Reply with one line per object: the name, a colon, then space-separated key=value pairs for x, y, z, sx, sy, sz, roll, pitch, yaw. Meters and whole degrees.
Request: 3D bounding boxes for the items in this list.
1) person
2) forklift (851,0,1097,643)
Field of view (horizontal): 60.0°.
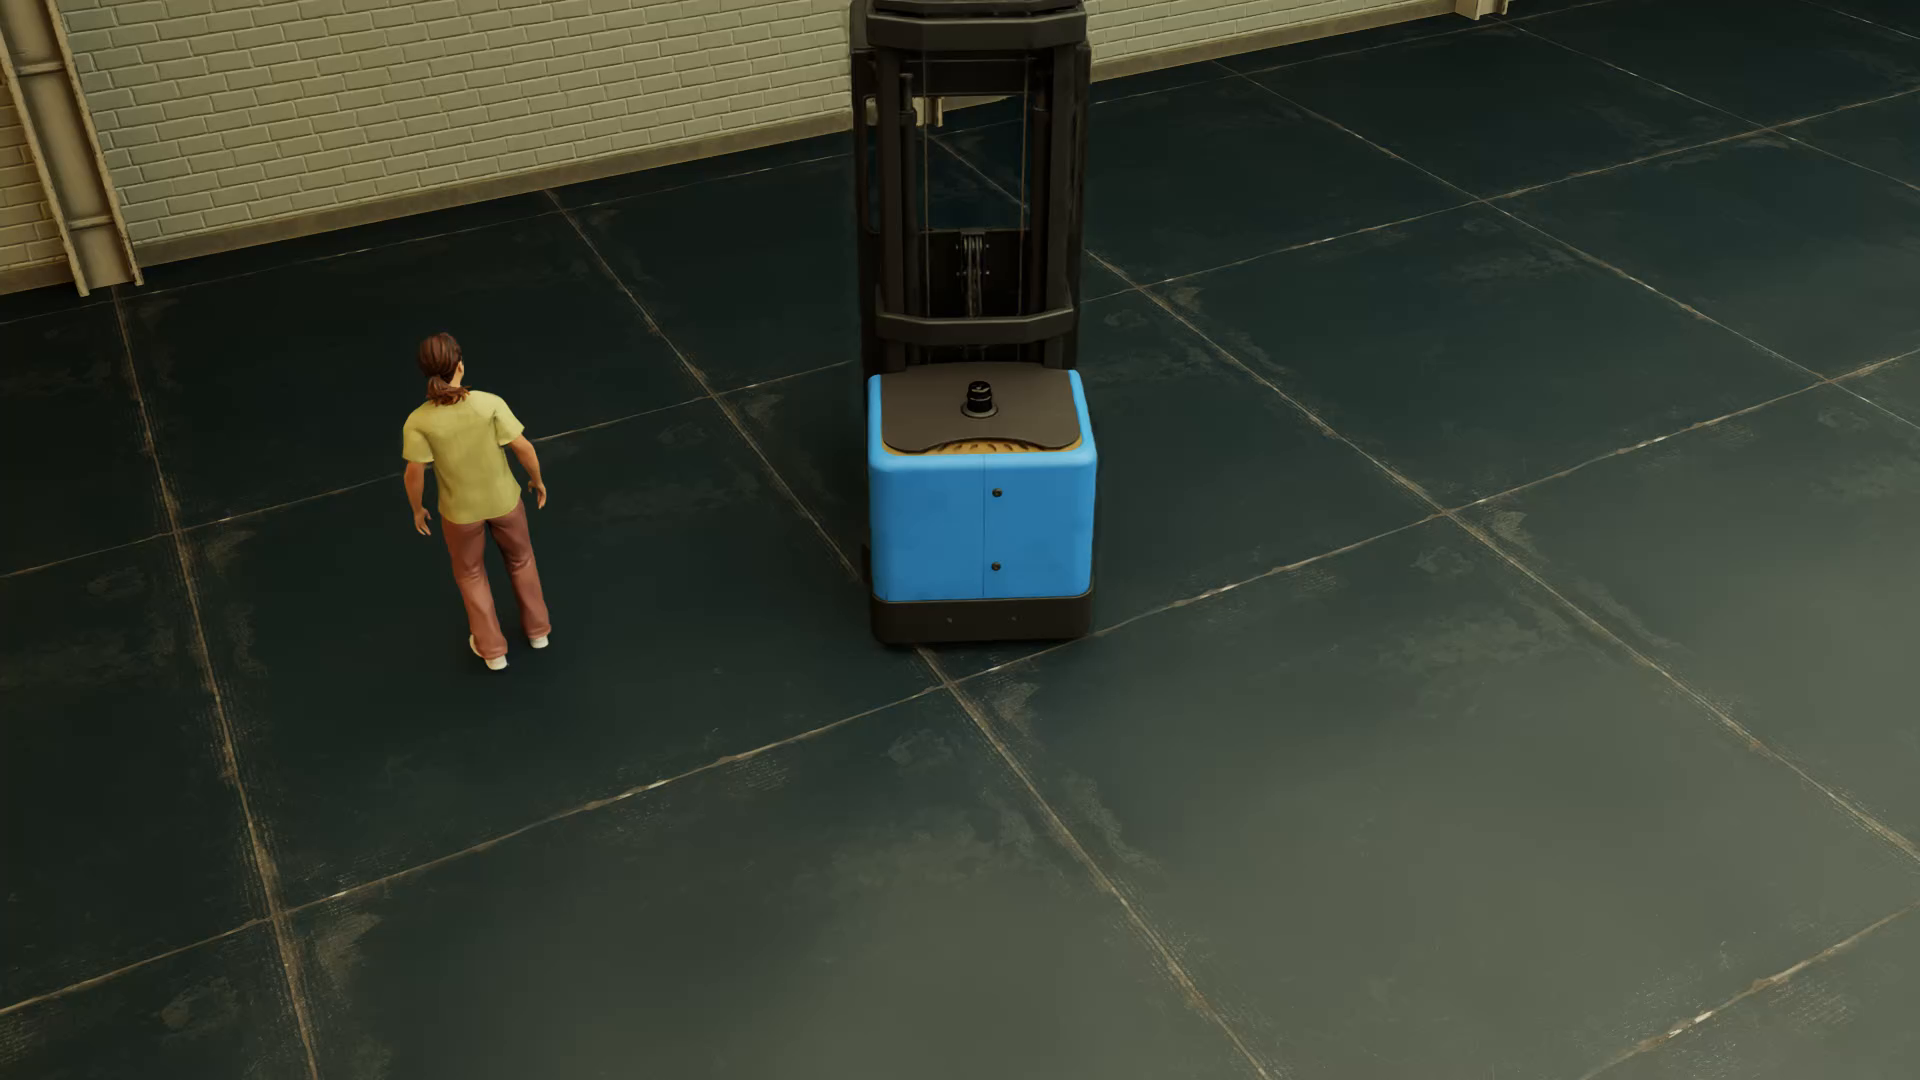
person: x=-2.165 y=-0.178 z=7.471 sx=0.592 sy=1.667 sz=0.405 roll=-14 pitch=38 yaw=-19
forklift: x=0.036 y=-1.535 z=8.294 sx=1.130 sy=2.935 sz=3.031 roll=-2 pitch=35 yaw=-2
